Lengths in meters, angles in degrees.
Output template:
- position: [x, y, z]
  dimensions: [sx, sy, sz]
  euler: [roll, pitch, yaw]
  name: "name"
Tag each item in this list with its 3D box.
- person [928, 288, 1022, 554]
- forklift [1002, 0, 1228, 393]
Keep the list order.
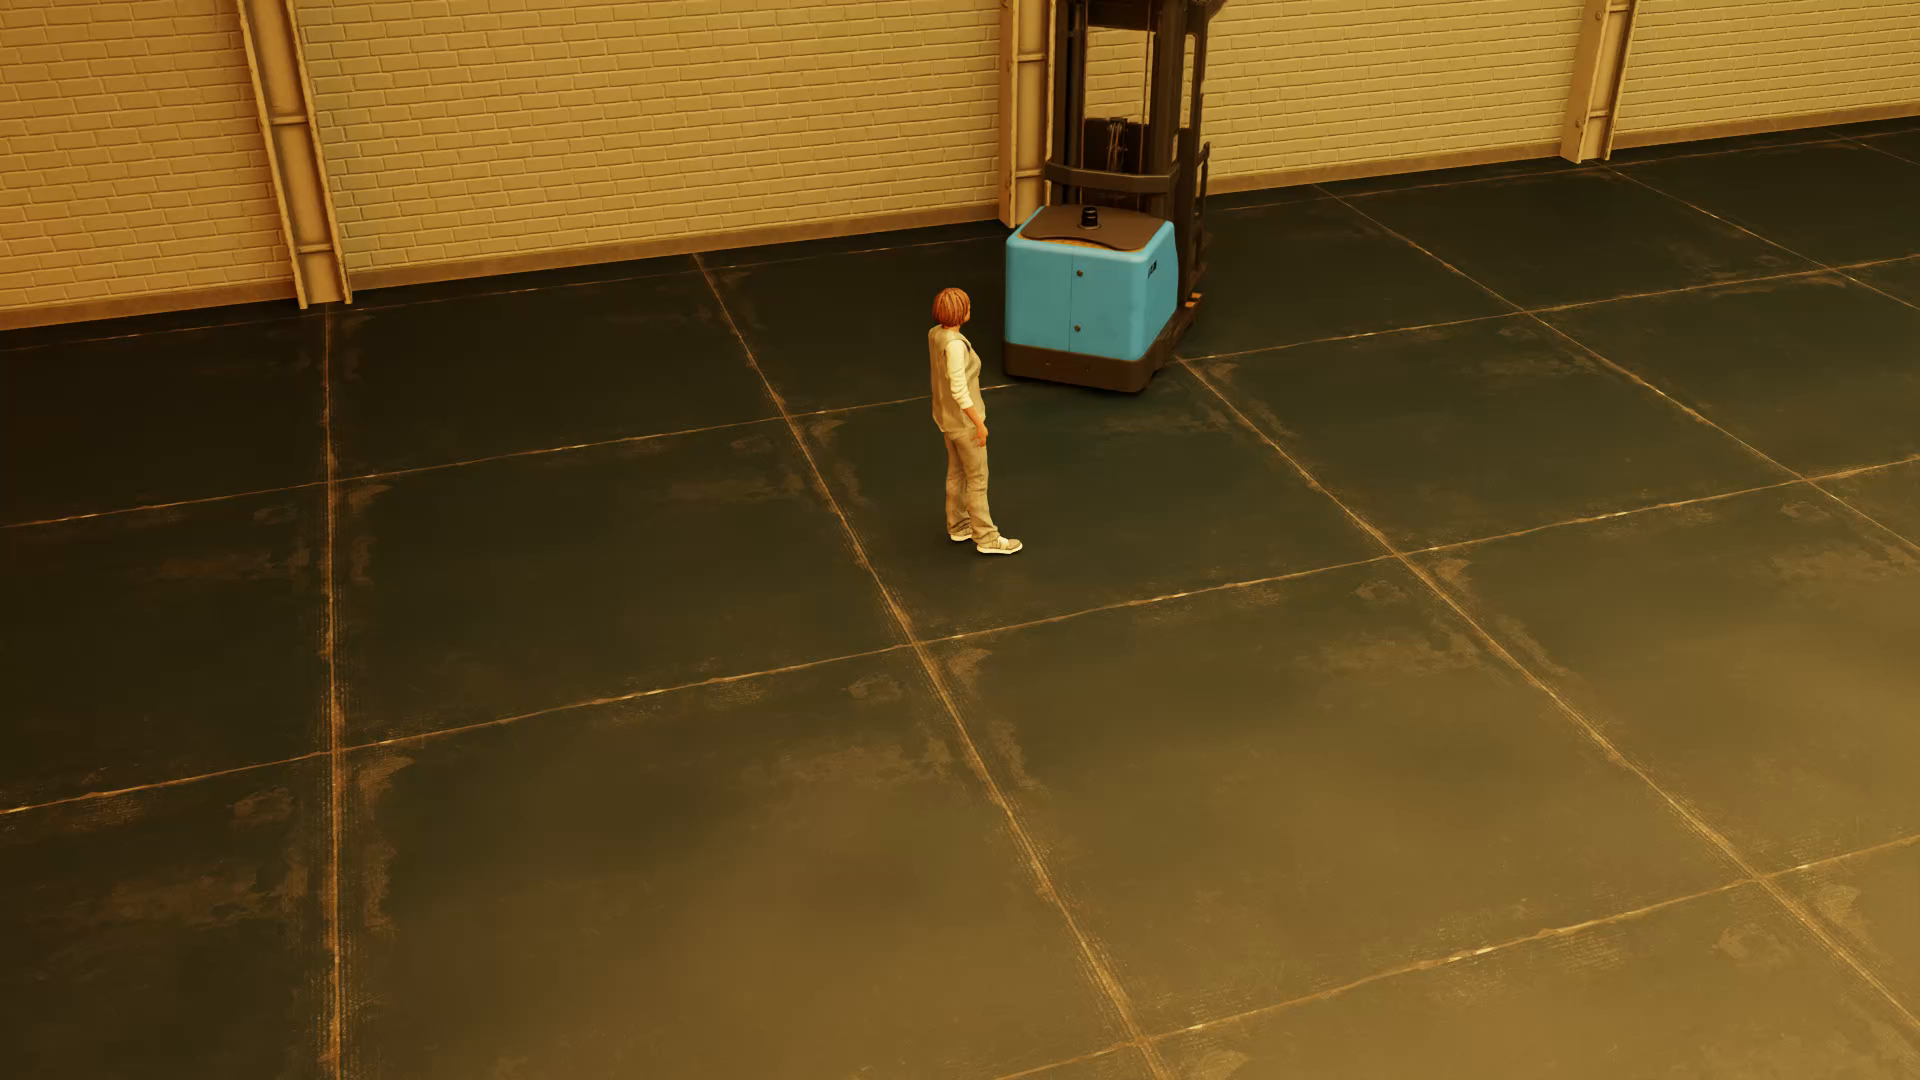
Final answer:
- position: [0.074, -0.701, 9.634]
  dimensions: [0.475, 1.590, 0.521]
  euler: [-10, 31, -16]
  name: "person"
- position: [1.296, -3.027, 12.347]
  dimensions: [1.130, 2.935, 3.031]
  euler: [11, 32, 18]
  name: "forklift"
